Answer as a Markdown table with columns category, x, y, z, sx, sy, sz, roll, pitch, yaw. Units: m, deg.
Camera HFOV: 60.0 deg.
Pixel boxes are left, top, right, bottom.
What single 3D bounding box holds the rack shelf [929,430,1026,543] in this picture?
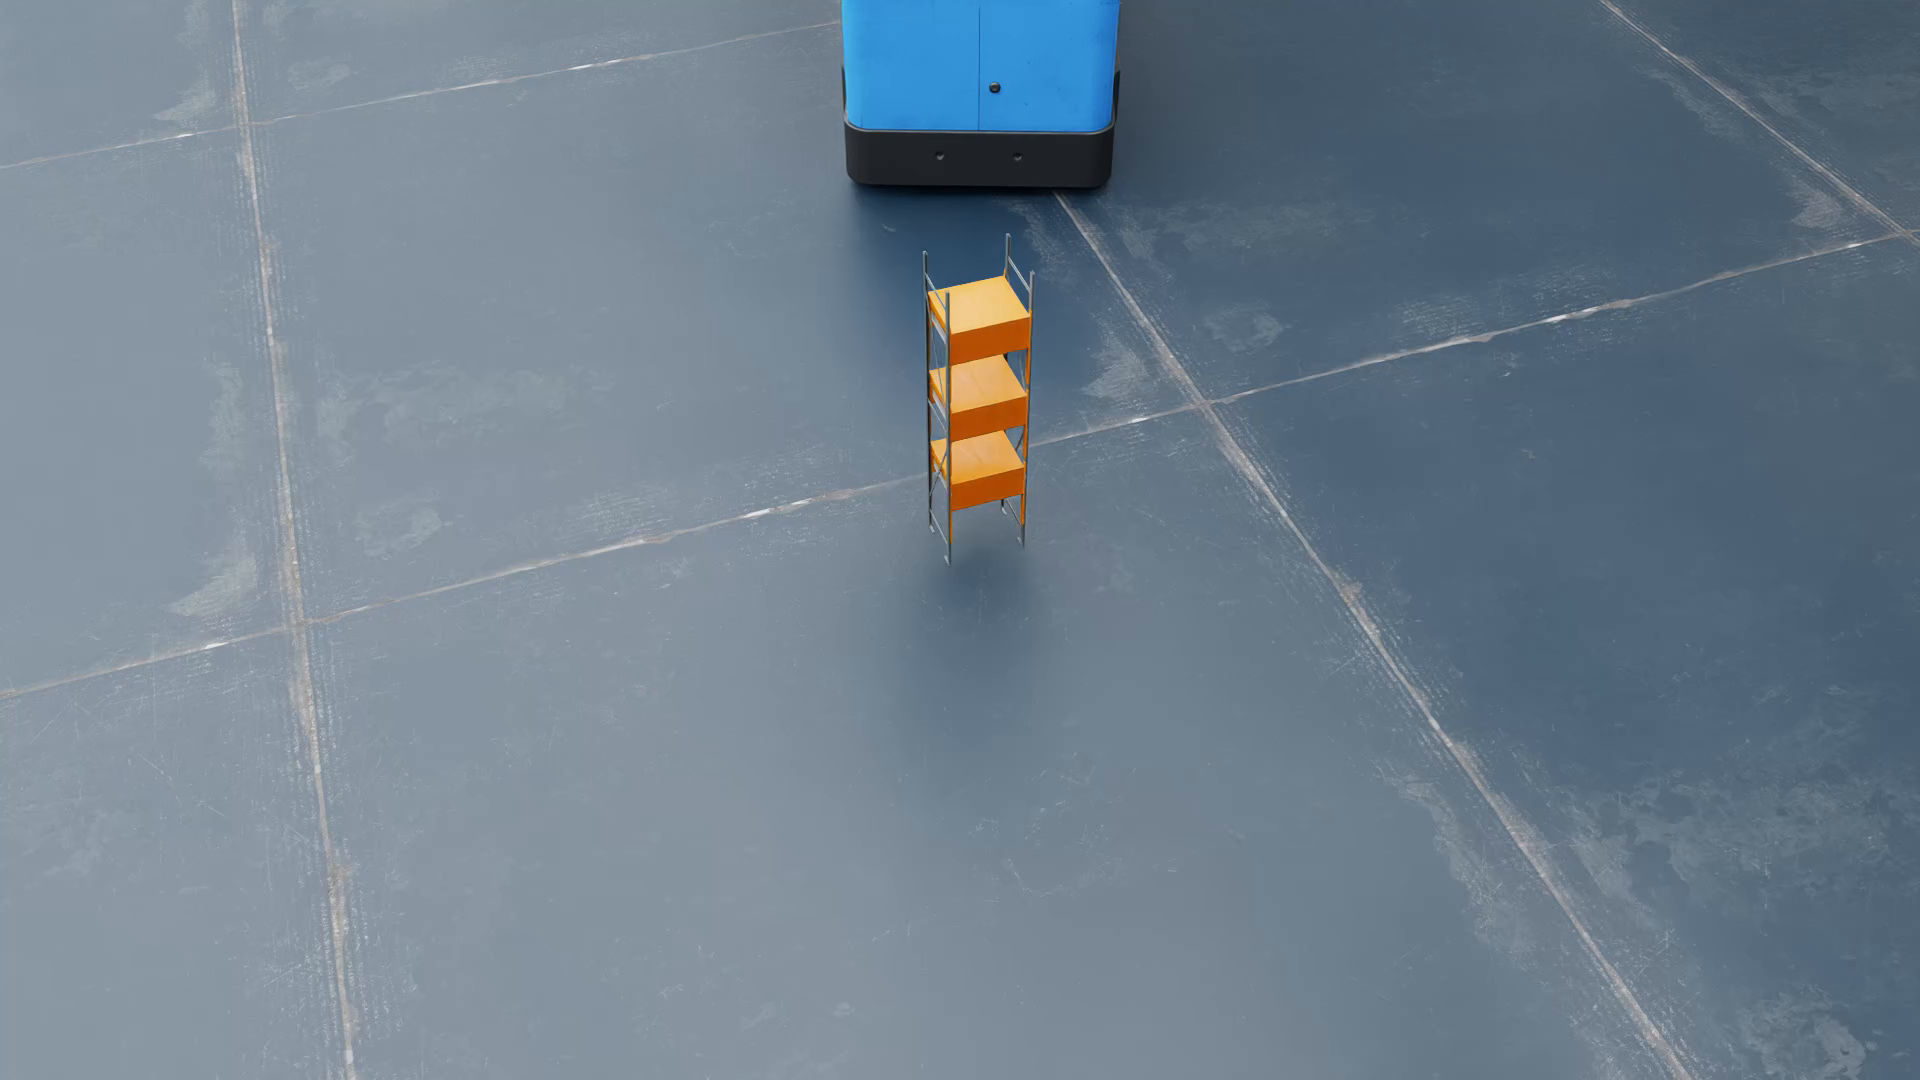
| category | x | y | z | sx | sy | sz | roll | pitch | yaw |
| --- | --- | --- | --- | --- | --- | --- | --- | --- | --- |
| rack shelf | 0.050 | -0.180 | 5.095 | 0.240 | 0.259 | 0.215 | -14 | 47 | -14 |

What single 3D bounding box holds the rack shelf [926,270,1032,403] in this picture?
| category | x | y | z | sx | sy | sz | roll | pitch | yaw |
| --- | --- | --- | --- | --- | --- | --- | --- | --- | --- |
| rack shelf | 0.050 | -0.576 | 4.697 | 0.240 | 0.259 | 0.215 | -14 | 47 | -14 |

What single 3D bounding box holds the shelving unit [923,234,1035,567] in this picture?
| category | x | y | z | sx | sy | sz | roll | pitch | yaw |
| --- | --- | --- | --- | --- | --- | --- | --- | --- | --- |
| shelving unit | 0.050 | -0.383 | 4.891 | 0.252 | 1.050 | 0.215 | -14 | 47 | -14 |

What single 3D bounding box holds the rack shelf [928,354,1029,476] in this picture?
| category | x | y | z | sx | sy | sz | roll | pitch | yaw |
| --- | --- | --- | --- | --- | --- | --- | --- | --- | --- |
| rack shelf | 0.050 | -0.376 | 4.898 | 0.240 | 0.259 | 0.215 | -14 | 47 | -14 |

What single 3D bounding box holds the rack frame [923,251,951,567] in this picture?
| category | x | y | z | sx | sy | sz | roll | pitch | yaw |
| --- | --- | --- | --- | --- | --- | --- | --- | --- | --- |
| rack frame | -0.064 | -0.354 | 4.862 | 0.008 | 1.050 | 0.200 | -14 | 47 | -14 |

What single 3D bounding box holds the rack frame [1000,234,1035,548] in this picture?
| category | x | y | z | sx | sy | sz | roll | pitch | yaw |
| --- | --- | --- | --- | --- | --- | --- | --- | --- | --- |
| rack frame | 0.165 | -0.413 | 4.920 | 0.008 | 1.050 | 0.200 | -14 | 47 | -14 |

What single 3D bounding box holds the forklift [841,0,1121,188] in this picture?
| category | x | y | z | sx | sy | sz | roll | pitch | yaw |
| --- | --- | --- | --- | --- | --- | --- | --- | --- | --- |
| forklift | 0.107 | -3.446 | 6.615 | 1.130 | 2.935 | 3.031 | 1 | 45 | 1 |
